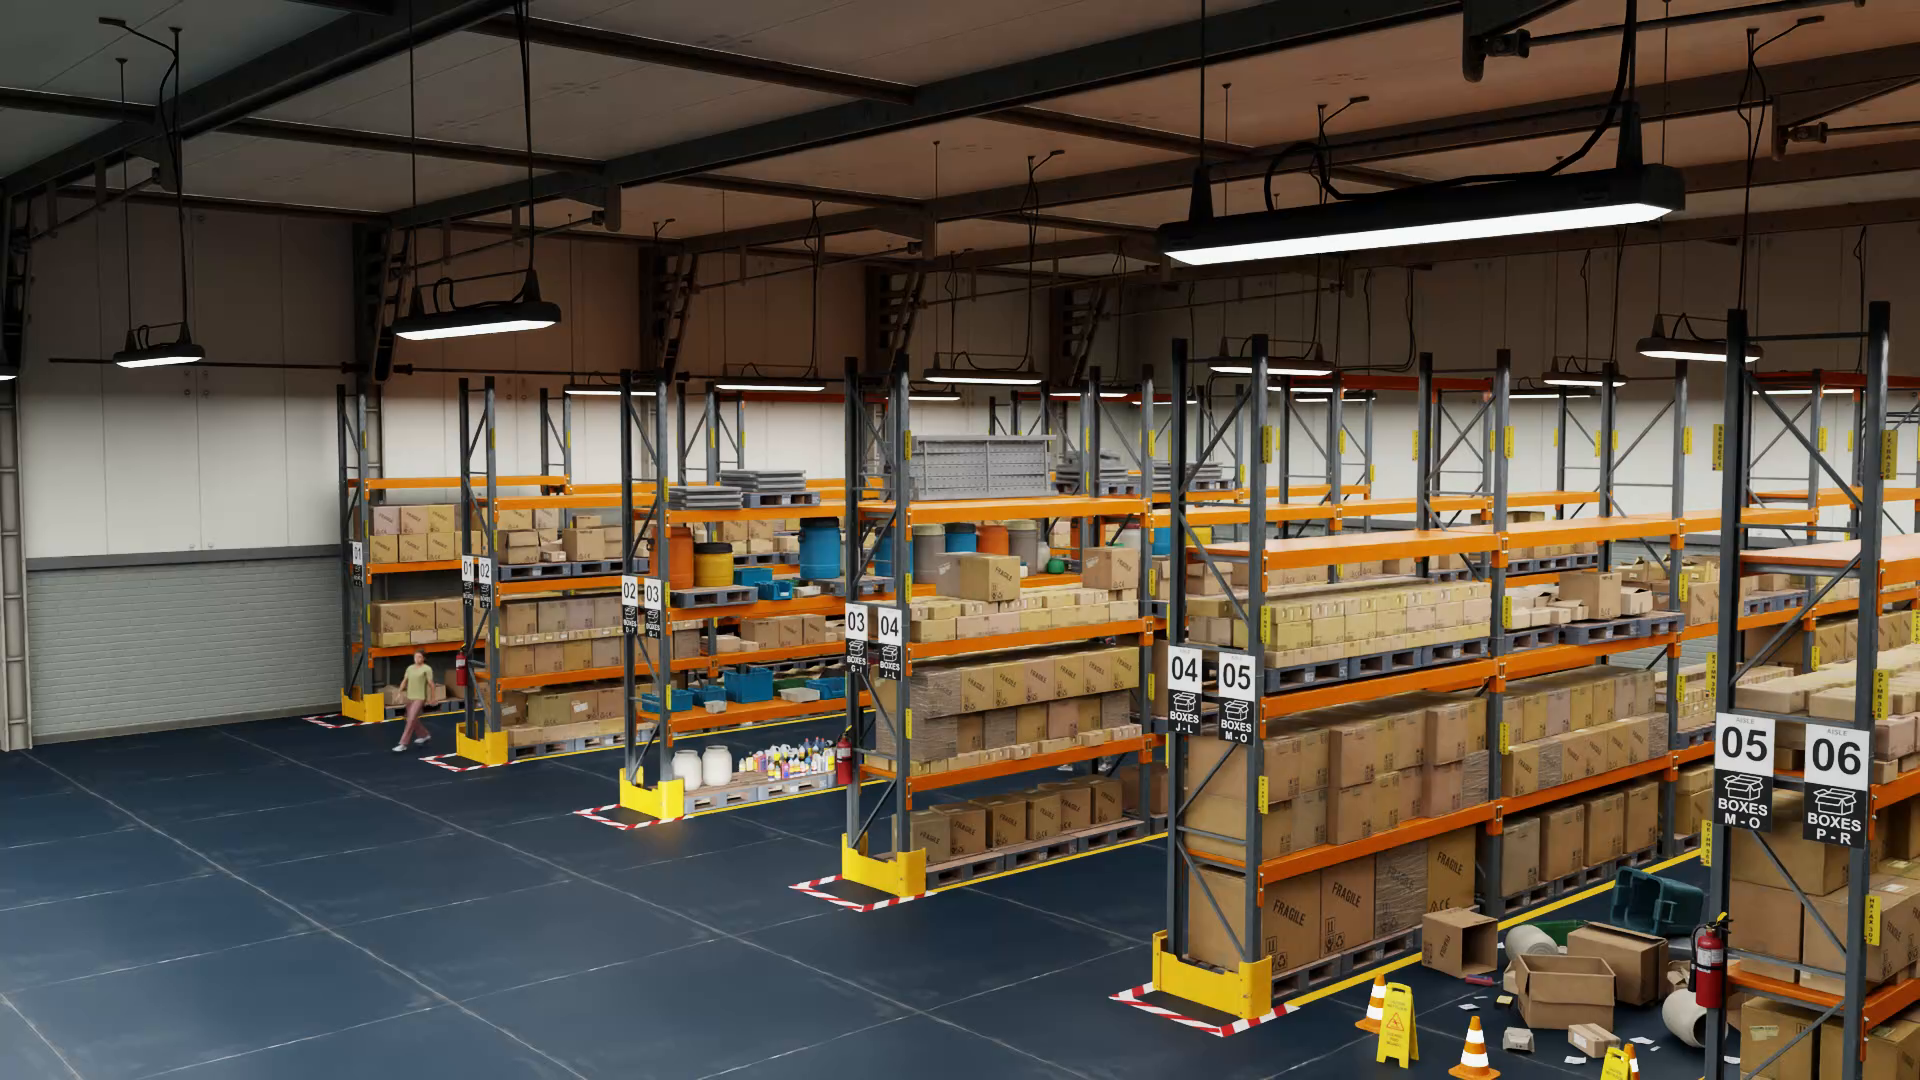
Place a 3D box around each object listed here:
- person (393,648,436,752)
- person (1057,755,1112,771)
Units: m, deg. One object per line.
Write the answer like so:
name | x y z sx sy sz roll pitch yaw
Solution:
person | -8.840 2.573 26.939 0.518 1.627 0.864 1 4 19
person | 1.890 2.721 25.060 0.898 1.554 0.426 -2 4 -25
